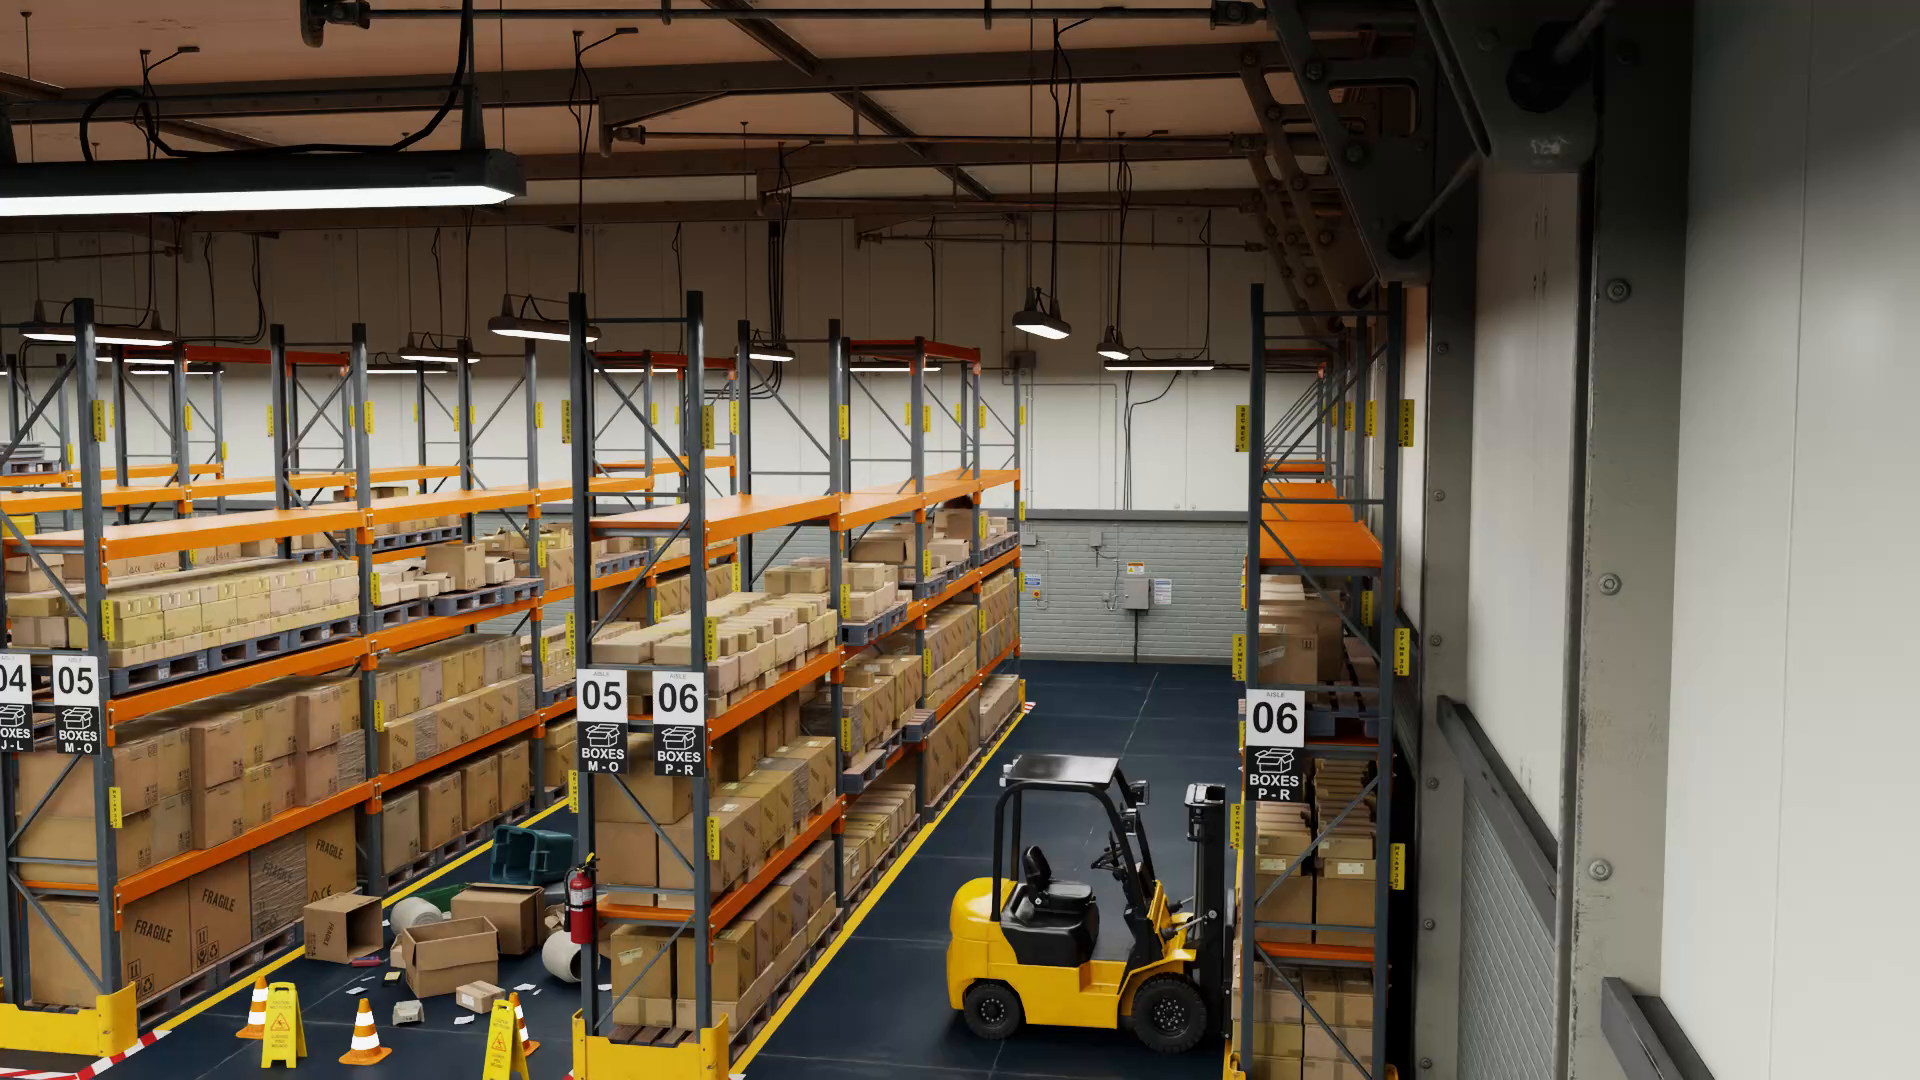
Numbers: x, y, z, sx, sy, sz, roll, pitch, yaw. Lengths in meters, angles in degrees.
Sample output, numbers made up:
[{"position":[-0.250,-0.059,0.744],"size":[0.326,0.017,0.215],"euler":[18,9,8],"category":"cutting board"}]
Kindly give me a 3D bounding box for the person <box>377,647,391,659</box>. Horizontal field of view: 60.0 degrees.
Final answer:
[{"position":[-8.436,2.367,24.423],"size":[0.456,1.698,0.539],"euler":[4,6,39],"category":"person"}]
